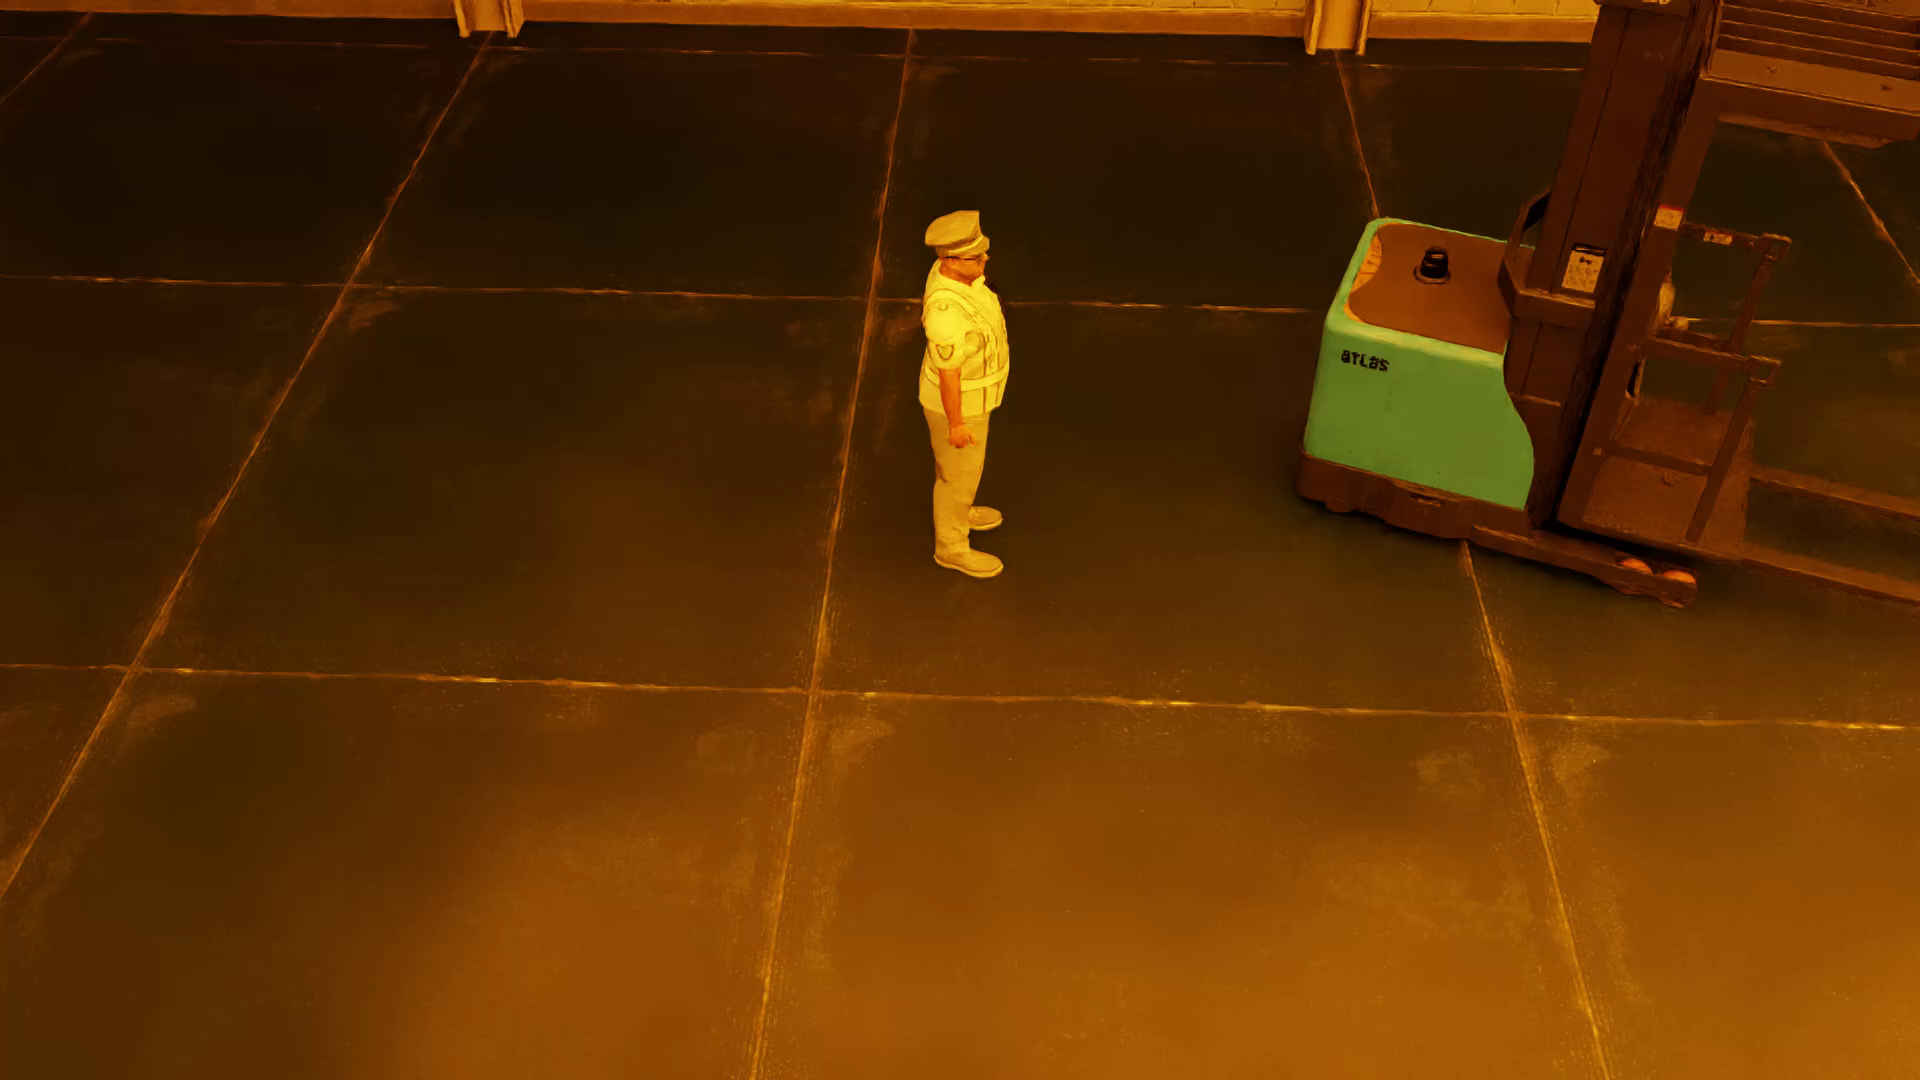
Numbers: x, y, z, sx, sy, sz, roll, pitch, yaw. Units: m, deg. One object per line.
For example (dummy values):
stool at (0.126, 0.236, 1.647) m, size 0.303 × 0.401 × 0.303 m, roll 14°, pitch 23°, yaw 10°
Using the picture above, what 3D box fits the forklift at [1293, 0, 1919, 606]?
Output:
forklift at (3.192, -1.191, 7.047) m, size 3.031 × 2.935 × 1.130 m, roll 16°, pitch 45°, yaw 16°

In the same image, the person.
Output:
person at (2240.099, -33681.851, 36902.319) m, size 24.966 × 2.667 × 100014.159 m, roll 2°, pitch 42°, yaw 2°
